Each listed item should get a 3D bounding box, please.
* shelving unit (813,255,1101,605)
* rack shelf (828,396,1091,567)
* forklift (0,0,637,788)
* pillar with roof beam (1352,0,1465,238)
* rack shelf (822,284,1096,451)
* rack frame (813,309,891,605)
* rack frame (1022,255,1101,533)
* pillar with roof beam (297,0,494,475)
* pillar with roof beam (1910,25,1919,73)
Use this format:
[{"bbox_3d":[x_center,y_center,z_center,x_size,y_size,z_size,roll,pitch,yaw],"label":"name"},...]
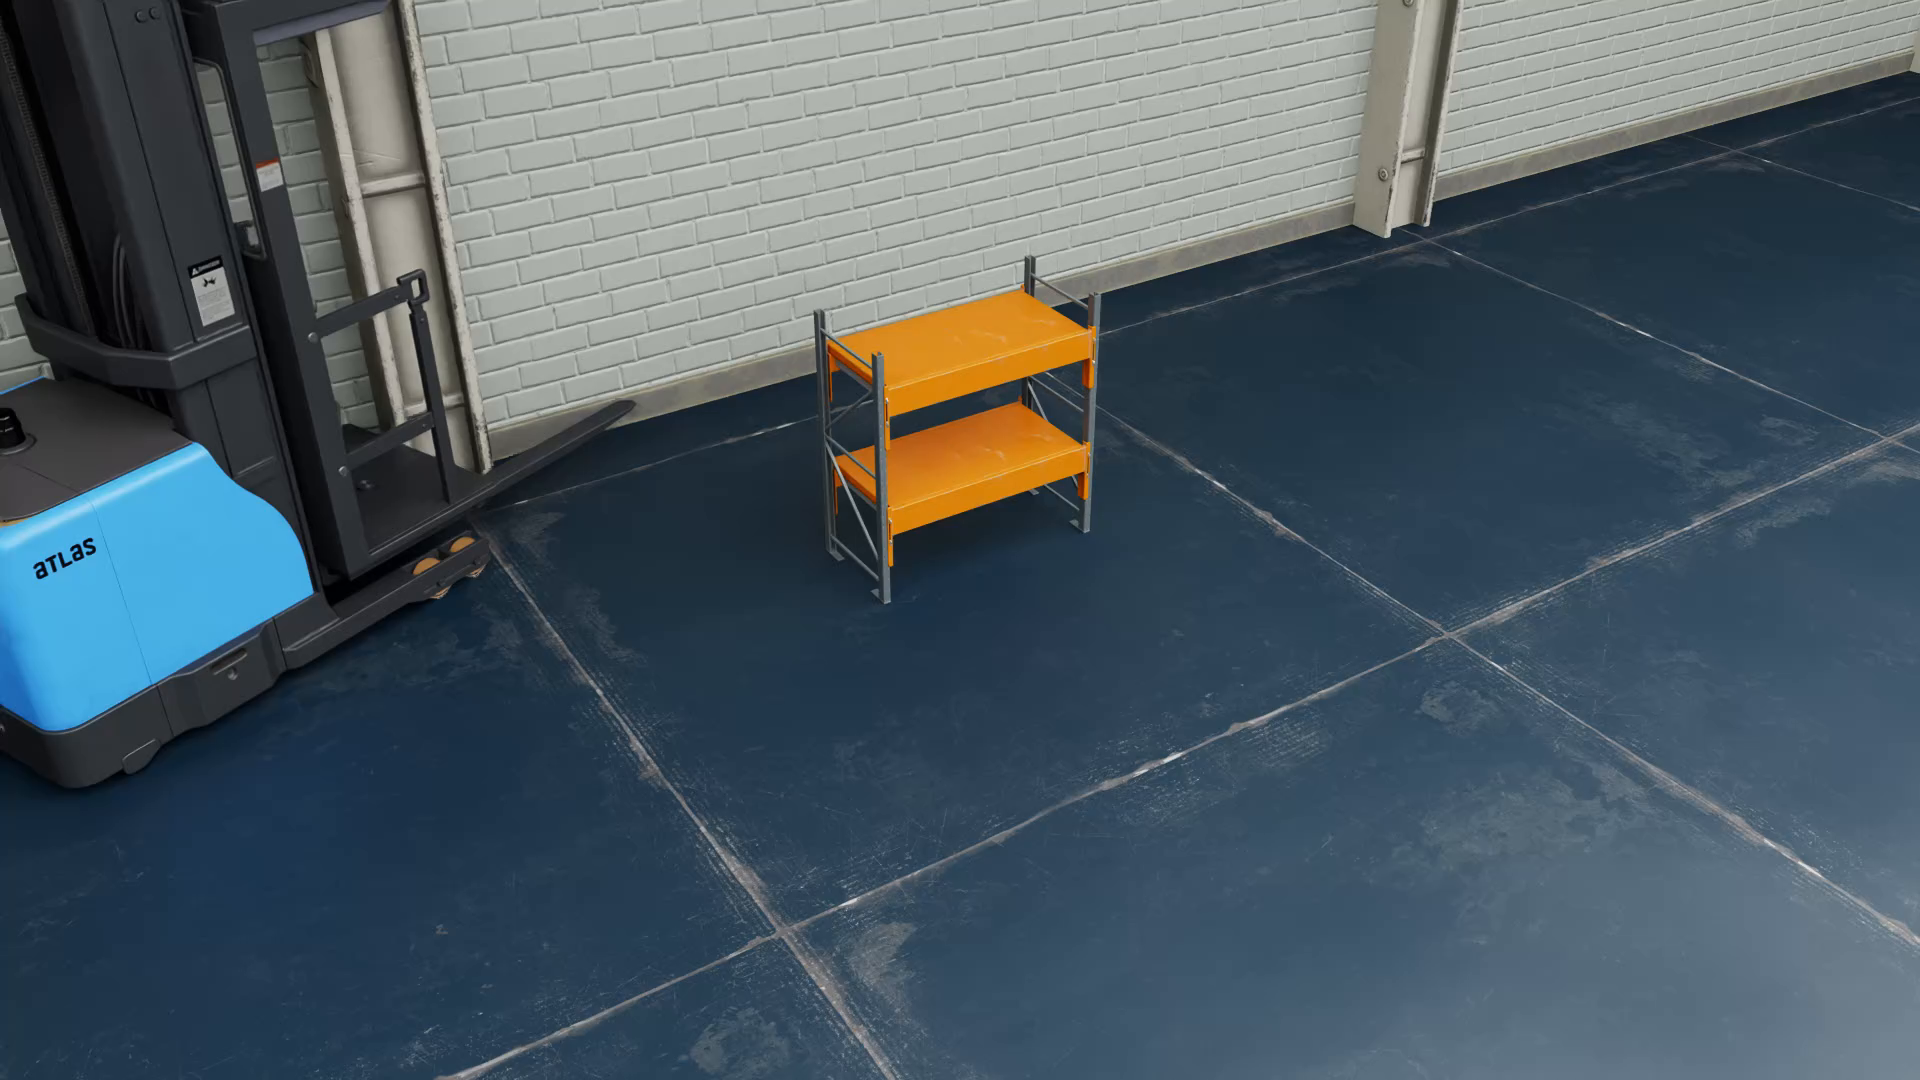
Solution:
[{"bbox_3d":[-0.006,-0.474,6.947,1.048,1.125,0.538,-19,37,-27],"label":"shelving unit"},{"bbox_3d":[-0.006,-0.267,7.077,1.000,0.278,0.538,-19,37,-27],"label":"rack shelf"},{"bbox_3d":[-2.640,-1.125,6.286,1.130,2.935,3.031,19,37,28],"label":"forklift"},{"bbox_3d":[5.012,-3.850,4.918,0.400,9.000,9.100,-19,37,-27],"label":"pillar with roof beam"},{"bbox_3d":[-0.006,-0.721,6.791,1.000,0.278,0.538,-19,37,-27],"label":"rack shelf"},{"bbox_3d":[-0.433,-0.327,6.714,0.032,1.125,0.500,-19,37,-27],"label":"rack frame"},{"bbox_3d":[0.422,-0.621,7.180,0.032,1.125,0.500,-19,37,-27],"label":"rack frame"},{"bbox_3d":[-0.031,-2.115,2.169,0.400,9.000,9.100,-19,37,-27],"label":"pillar with roof beam"},{"bbox_3d":[10.055,-5.584,7.668,0.400,9.000,9.100,-19,37,-27],"label":"pillar with roof beam"}]
